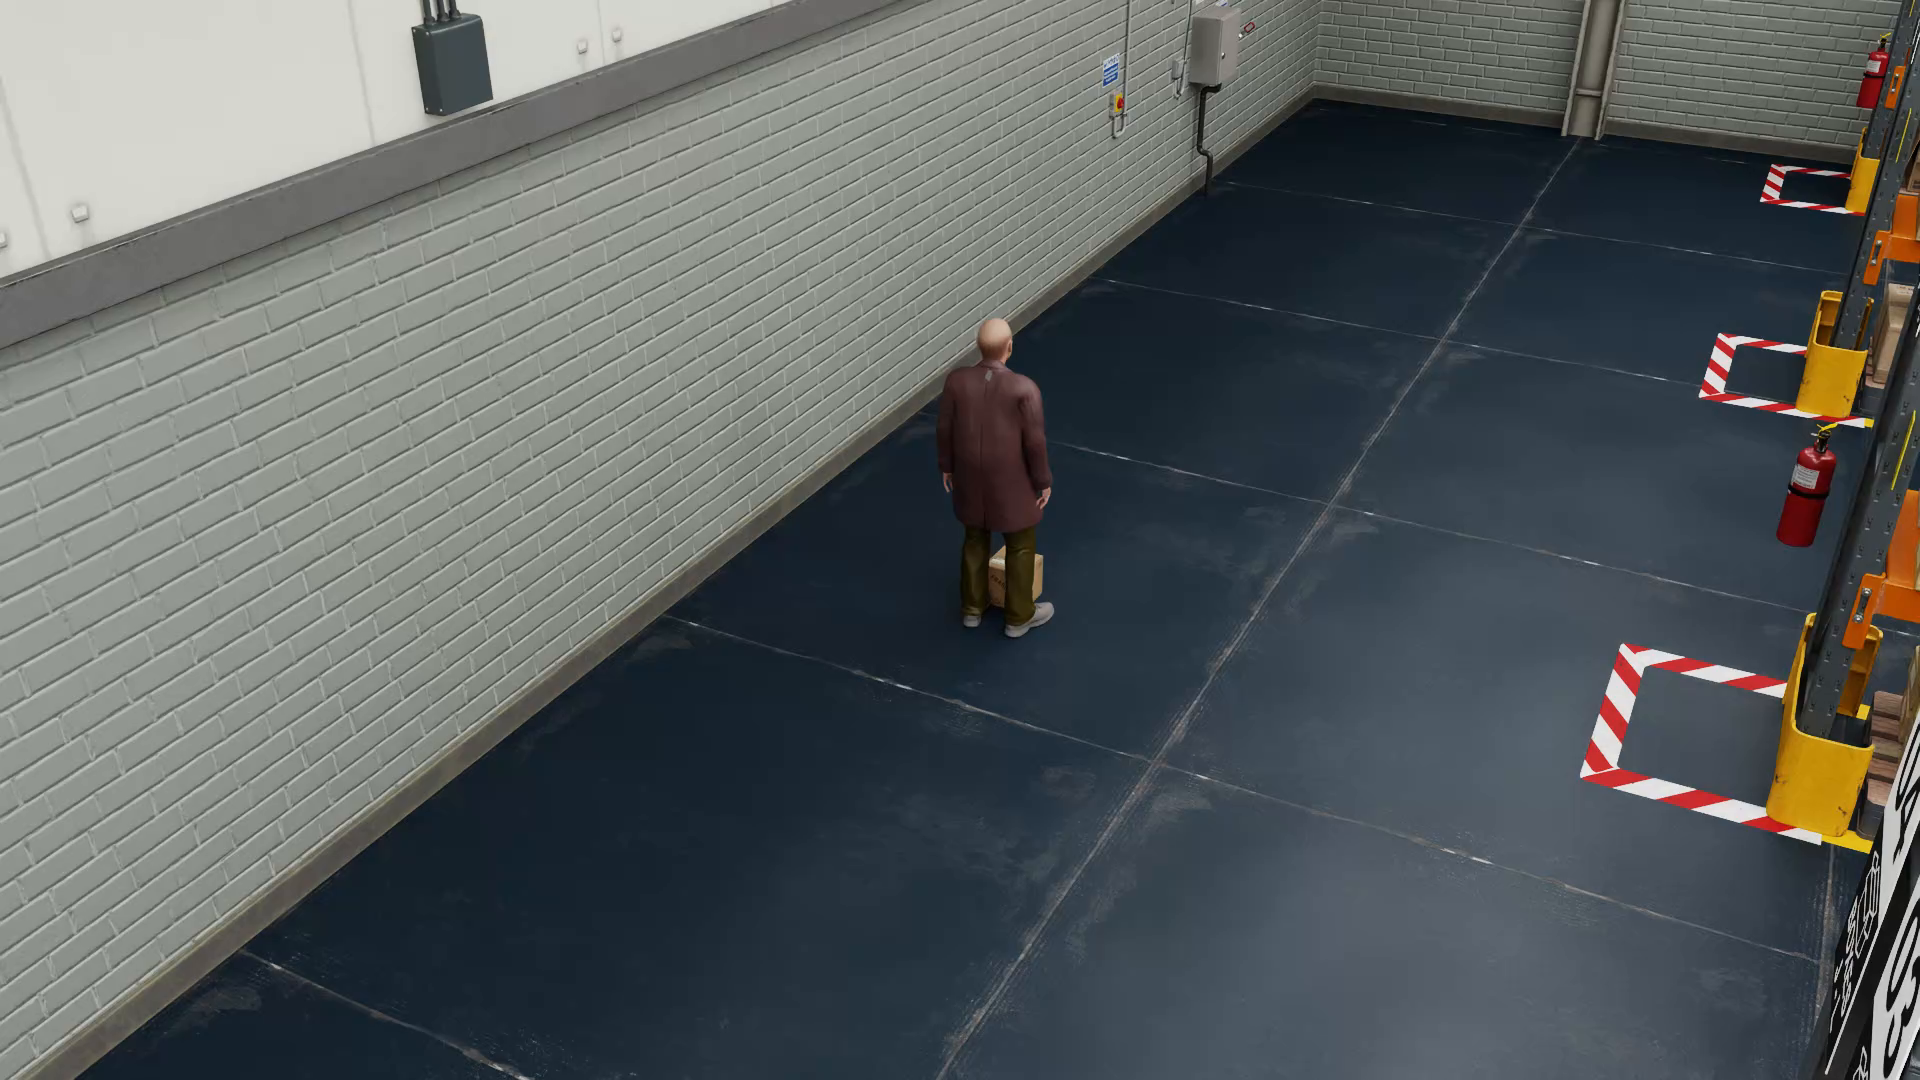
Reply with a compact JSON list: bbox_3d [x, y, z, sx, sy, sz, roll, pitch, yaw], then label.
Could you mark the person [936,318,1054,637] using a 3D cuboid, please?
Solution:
[{"bbox_3d":[0.183,-0.333,8.898,0.653,1.773,0.424,12,32,21],"label":"person"}]
